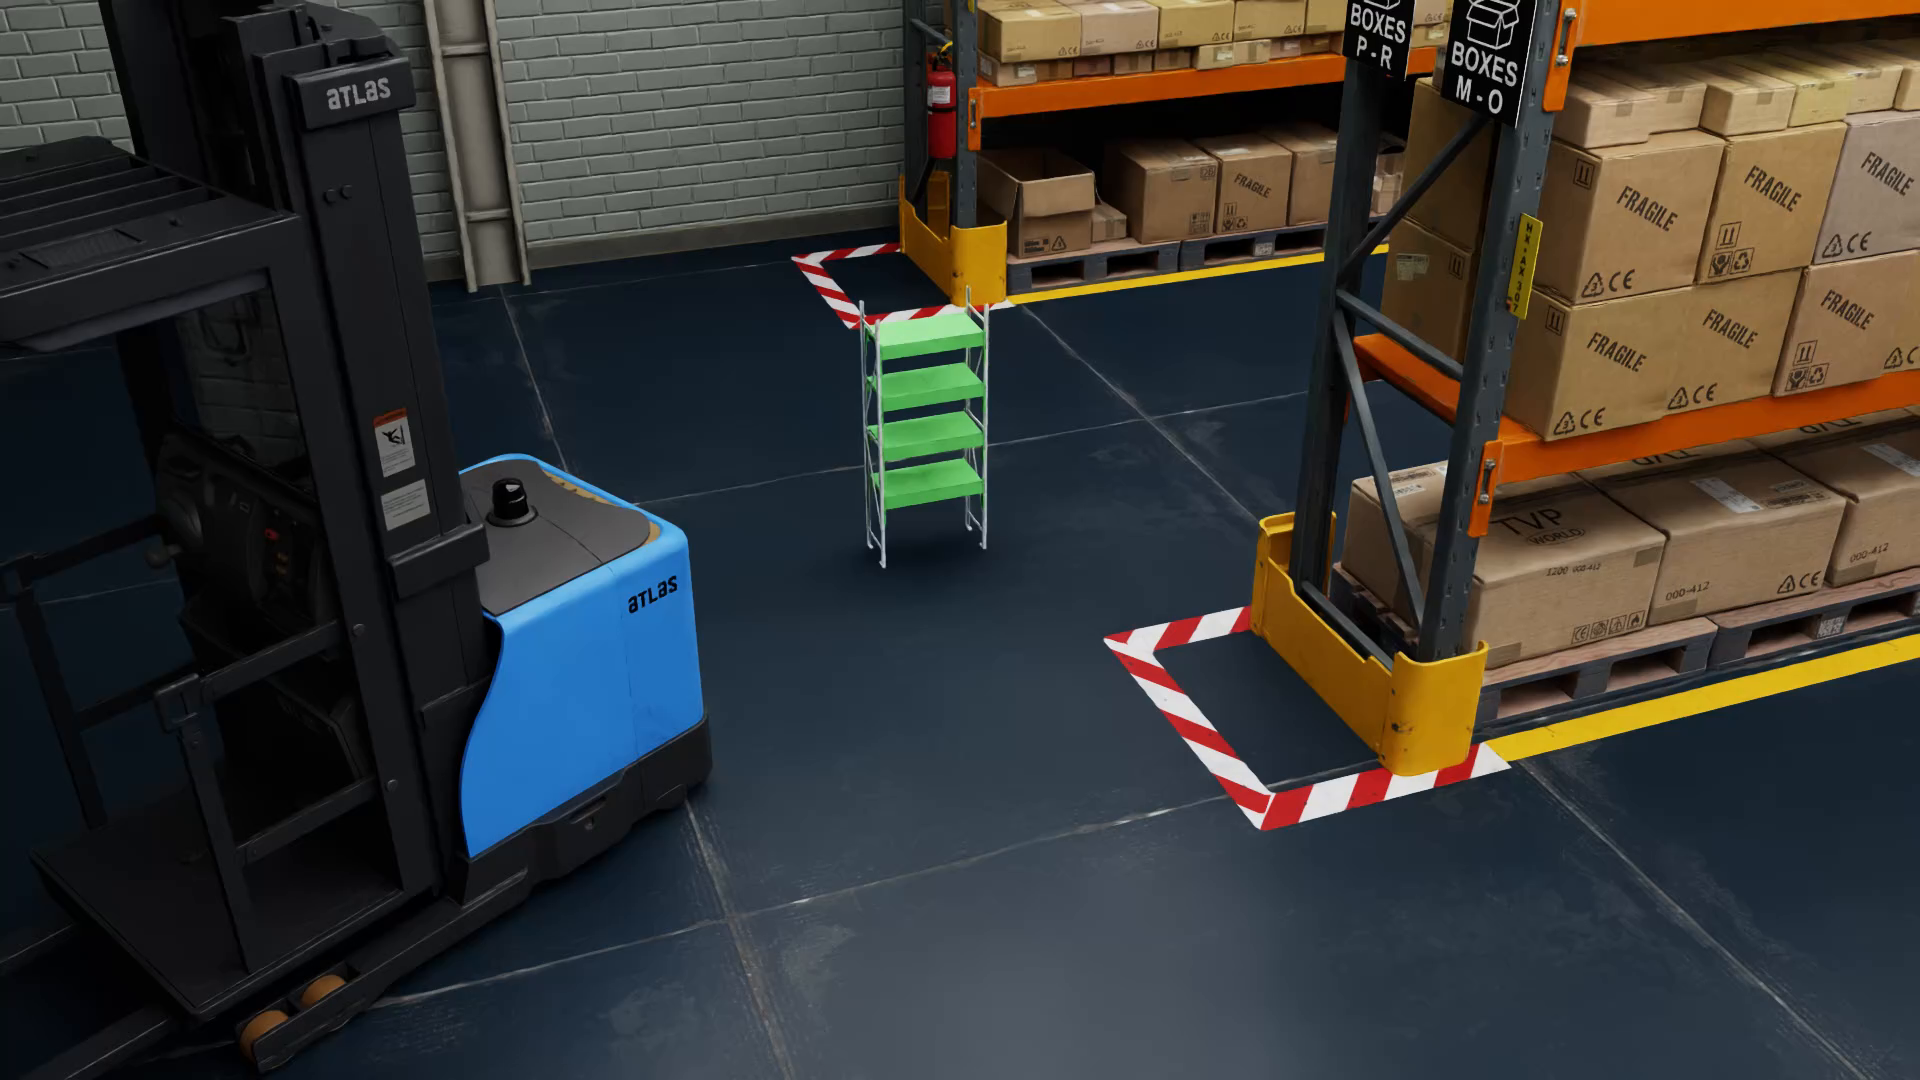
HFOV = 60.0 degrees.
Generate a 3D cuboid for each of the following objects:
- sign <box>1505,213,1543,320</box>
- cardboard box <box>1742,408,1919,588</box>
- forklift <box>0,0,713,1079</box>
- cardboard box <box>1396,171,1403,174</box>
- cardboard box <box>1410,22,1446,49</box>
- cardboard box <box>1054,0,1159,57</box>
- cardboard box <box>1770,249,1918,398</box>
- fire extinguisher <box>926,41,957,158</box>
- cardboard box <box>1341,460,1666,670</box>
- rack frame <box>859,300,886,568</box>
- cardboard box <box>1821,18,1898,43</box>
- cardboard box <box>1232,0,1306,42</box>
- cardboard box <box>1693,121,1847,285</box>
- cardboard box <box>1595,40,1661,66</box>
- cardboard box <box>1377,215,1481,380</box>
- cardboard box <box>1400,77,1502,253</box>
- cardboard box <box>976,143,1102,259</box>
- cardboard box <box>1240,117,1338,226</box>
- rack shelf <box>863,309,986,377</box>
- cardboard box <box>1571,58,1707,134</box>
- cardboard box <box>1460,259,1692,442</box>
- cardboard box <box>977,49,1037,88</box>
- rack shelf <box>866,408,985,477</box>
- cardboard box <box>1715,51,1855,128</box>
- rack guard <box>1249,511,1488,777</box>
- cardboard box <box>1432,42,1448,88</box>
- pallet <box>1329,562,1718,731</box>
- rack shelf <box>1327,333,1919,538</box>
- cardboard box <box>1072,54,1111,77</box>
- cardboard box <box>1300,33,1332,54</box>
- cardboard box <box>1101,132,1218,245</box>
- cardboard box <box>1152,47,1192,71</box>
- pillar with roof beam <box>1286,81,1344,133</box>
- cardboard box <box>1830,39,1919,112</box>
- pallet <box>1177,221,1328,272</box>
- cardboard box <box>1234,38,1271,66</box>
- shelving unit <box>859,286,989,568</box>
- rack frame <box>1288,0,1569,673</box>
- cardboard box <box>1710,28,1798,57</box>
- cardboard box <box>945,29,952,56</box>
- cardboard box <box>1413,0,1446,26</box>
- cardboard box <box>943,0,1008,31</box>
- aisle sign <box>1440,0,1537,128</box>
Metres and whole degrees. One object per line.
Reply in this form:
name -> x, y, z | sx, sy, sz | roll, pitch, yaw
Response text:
sign -> 1.793, -0.868, 5.289 | 0.005, 0.325, 0.100 | -10, 31, -18
cardboard box -> 3.889, -0.262, 7.344 | 0.875, 0.438, 0.875 | -11, 32, -19
forklift -> -2.253, 0.023, 4.749 | 1.130, 2.935, 3.031 | 23, 37, 35
cardboard box -> 3.200, -2.420, 11.423 | 0.250, 0.149, 0.380 | -11, 32, -19
cardboard box -> 2.937, -3.316, 10.794 | 0.250, 0.149, 0.380 | -10, 31, -16
cardboard box -> 0.862, -3.123, 10.052 | 0.500, 0.250, 0.500 | -10, 31, -17
cardboard box -> 3.102, -0.889, 6.179 | 0.500, 0.500, 0.500 | -11, 31, -18
fire extinguisher -> -0.106, -2.583, 9.708 | 0.183, 0.674, 0.296 | -10, 31, -18
cardboard box -> 2.188, 0.054, 6.788 | 0.875, 0.438, 0.875 | -12, 32, -19
rack frame -> -0.384, -0.451, 7.329 | 0.015, 1.200, 0.240 | -10, 31, -18
cardboard box -> 3.301, -1.913, 6.311 | 0.250, 0.149, 0.380 | -9, 31, -16
cardboard box -> 1.808, -3.310, 10.381 | 0.500, 0.250, 0.500 | -11, 32, -19
cardboard box -> 2.636, -1.237, 5.780 | 0.500, 0.500, 0.500 | -11, 32, -19
cardboard box -> 2.313, -1.769, 6.059 | 0.250, 0.149, 0.380 | -11, 31, -18
cardboard box -> 1.964, -0.965, 6.313 | 0.500, 0.500, 0.500 | -10, 31, -17
cardboard box -> 1.974, -1.388, 6.044 | 0.500, 0.500, 0.500 | -9, 31, -16
cardboard box -> 0.477, -2.178, 10.640 | 0.637, 0.503, 0.797 | -12, 32, -20
cardboard box -> 2.264, -2.485, 11.182 | 0.500, 0.500, 0.700 | -12, 32, -19
rack shelf -> -0.155, -0.854, 7.197 | 0.480, 0.148, 0.258 | -10, 31, -18
cardboard box -> 2.255, -1.487, 5.563 | 0.250, 0.149, 0.380 | -10, 31, -16
cardboard box -> 2.155, -0.709, 5.863 | 0.500, 0.500, 0.500 | -11, 31, -18
cardboard box -> 0.274, -2.839, 9.956 | 0.250, 0.149, 0.380 | -11, 31, -18
rack shelf -> -0.155, -0.437, 7.434 | 0.480, 0.148, 0.258 | -10, 31, -18
cardboard box -> 2.779, -1.532, 5.643 | 0.250, 0.149, 0.380 | -11, 32, -19
rack guard -> 1.582, 0.374, 6.588 | 0.348, 0.500, 1.175 | -10, 31, -18
cardboard box -> 1.871, -1.631, 5.816 | 0.250, 0.149, 0.380 | -10, 31, -17
pallet -> 2.327, 0.321, 6.973 | 1.213, 0.211, 1.003 | -10, 31, -18
rack shelf -> 3.479, -0.749, 6.761 | 4.000, 0.370, 1.077 | -10, 31, -18
cardboard box -> 0.731, -2.965, 10.179 | 0.250, 0.149, 0.380 | -11, 31, -18
cardboard box -> 2.171, -3.234, 10.650 | 0.250, 0.149, 0.380 | -10, 31, -17
cardboard box -> 1.291, -2.306, 10.868 | 0.500, 0.500, 0.700 | -9, 31, -16
cardboard box -> 1.236, -3.029, 10.290 | 0.250, 0.149, 0.380 | -10, 31, -17
pillar with roof beam -> 4.154, -4.616, 6.762 | 0.400, 9.000, 9.100 | -10, 31, -18
cardboard box -> 3.255, -1.626, 5.807 | 0.250, 0.149, 0.380 | -10, 31, -17
pallet -> 1.830, -2.166, 11.340 | 1.213, 0.211, 1.003 | -10, 31, -18
cardboard box -> 1.739, -3.093, 10.402 | 0.250, 0.149, 0.380 | -10, 31, -16
shelving unit -> -0.155, -0.493, 7.403 | 0.503, 1.200, 0.258 | -10, 31, -18
rack frame -> 1.605, -0.716, 5.977 | 0.127, 3.000, 1.000 | -10, 31, -18
cardboard box -> 2.834, -1.806, 6.123 | 0.250, 0.149, 0.380 | -11, 31, -18
cardboard box -> 0.087, -3.091, 10.399 | 0.250, 0.149, 0.380 | -11, 31, -18
cardboard box -> 2.763, -3.478, 10.676 | 0.500, 0.250, 0.500 | -10, 31, -17
cardboard box -> 0.209, -3.285, 10.337 | 0.500, 0.250, 0.500 | -10, 31, -16
aisle sign -> 1.638, -1.699, 5.075 | 0.004, 0.787, 0.394 | -10, 31, -18
